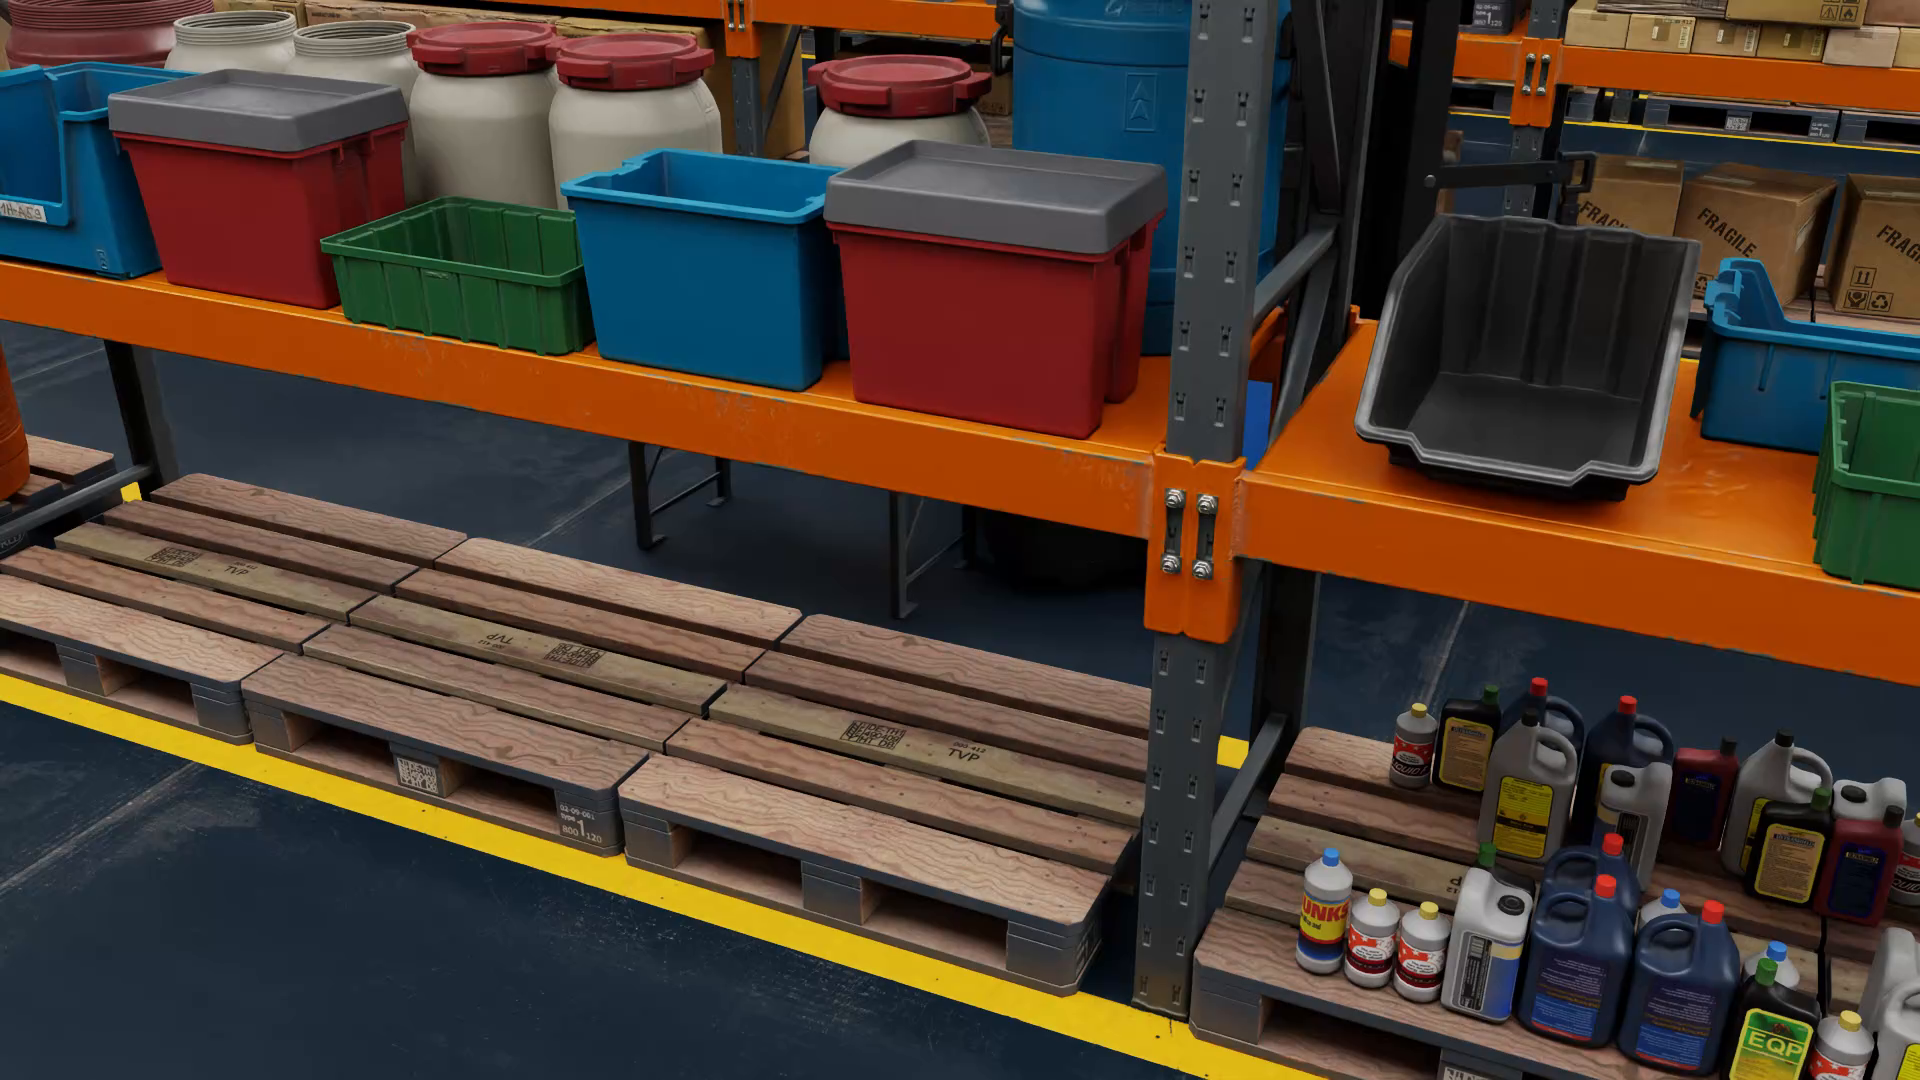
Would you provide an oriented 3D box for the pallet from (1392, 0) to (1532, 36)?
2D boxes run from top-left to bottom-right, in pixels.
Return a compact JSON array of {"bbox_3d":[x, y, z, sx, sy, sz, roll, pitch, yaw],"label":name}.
[{"bbox_3d":[2.056,-2.612,7.877,1.213,0.211,1.003,11,28,22],"label":"pallet"}]

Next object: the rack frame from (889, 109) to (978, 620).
[{"bbox_3d":[-0.081,-0.519,5.106,0.032,1.500,0.500,14,29,26],"label":"rack frame"}]

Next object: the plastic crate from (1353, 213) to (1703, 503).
[{"bbox_3d":[1.065,-0.334,3.103,0.504,0.338,0.767,11,28,22],"label":"plastic crate"}]

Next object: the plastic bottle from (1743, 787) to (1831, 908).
[{"bbox_3d":[1.797,0.655,3.602,0.133,0.283,0.061,11,28,22],"label":"plastic bottle"}]

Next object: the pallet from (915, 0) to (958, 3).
[{"bbox_3d":[-0.257,-3.058,8.782,1.003,0.211,1.213,11,28,22],"label":"pallet"}]

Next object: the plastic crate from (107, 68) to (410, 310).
[{"bbox_3d":[-1.655,-0.850,4.008,0.583,0.464,0.402,11,28,22],"label":"plastic crate"}]

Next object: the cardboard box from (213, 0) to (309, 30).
[{"bbox_3d":[-4.000,-3.089,10.558,0.875,0.875,1.225,11,28,22],"label":"cardboard box"}]

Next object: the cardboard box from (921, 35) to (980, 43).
[{"bbox_3d":[0.017,-4.386,13.617,0.500,0.500,0.500,13,29,24],"label":"cardboard box"}]

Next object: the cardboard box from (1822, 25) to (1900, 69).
[{"bbox_3d":[3.666,-2.037,6.777,0.250,0.149,0.380,11,28,22],"label":"cardboard box"}]

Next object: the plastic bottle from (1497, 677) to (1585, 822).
[{"bbox_3d":[1.347,0.484,3.871,0.185,0.351,0.144,11,28,20],"label":"plastic bottle"}]

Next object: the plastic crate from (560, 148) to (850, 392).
[{"bbox_3d":[-0.492,-0.578,3.546,0.575,0.384,0.392,11,28,22],"label":"plastic crate"}]

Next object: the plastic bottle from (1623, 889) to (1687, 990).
[{"bbox_3d":[1.386,0.810,3.299,0.097,0.271,0.097,0,26,0],"label":"plastic bottle"}]

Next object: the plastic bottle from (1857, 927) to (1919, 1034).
[{"bbox_3d":[1.802,0.879,3.155,0.135,0.276,0.152,11,28,22],"label":"plastic bottle"}]

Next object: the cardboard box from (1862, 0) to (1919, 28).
[{"bbox_3d":[4.013,-2.415,6.809,0.500,0.500,0.875,11,28,22],"label":"cardboard box"}]

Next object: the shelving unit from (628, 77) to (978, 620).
[{"bbox_3d":[-0.524,-0.628,5.328,1.048,1.500,0.538,14,29,26],"label":"shelving unit"}]

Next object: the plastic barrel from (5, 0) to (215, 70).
[{"bbox_3d":[-2.452,-1.338,4.918,0.708,0.536,0.600,11,28,22],"label":"plastic barrel"}]

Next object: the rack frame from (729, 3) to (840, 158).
[{"bbox_3d":[-0.950,-3.231,8.918,0.127,3.000,1.000,11,28,22],"label":"rack frame"}]

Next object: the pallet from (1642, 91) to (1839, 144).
[{"bbox_3d":[5.497,-3.054,11.715,1.213,0.211,1.003,11,28,22],"label":"pallet"}]

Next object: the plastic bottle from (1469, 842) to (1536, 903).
[{"bbox_3d":[1.099,0.752,3.403,0.133,0.283,0.061,11,28,22],"label":"plastic bottle"}]

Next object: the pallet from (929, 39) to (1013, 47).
[{"bbox_3d":[0.485,-4.100,13.838,1.213,0.211,1.003,11,28,22],"label":"pallet"}]

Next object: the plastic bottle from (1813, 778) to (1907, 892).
[{"bbox_3d":[1.962,0.643,3.633,0.135,0.276,0.152,12,29,23],"label":"plastic bottle"}]

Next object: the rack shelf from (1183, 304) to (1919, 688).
[{"bbox_3d":[2.462,0.180,2.803,4.000,0.370,1.077,11,28,22],"label":"rack shelf"}]

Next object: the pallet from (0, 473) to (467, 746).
[{"bbox_3d":[-2.311,0.168,5.169,1.213,0.211,1.003,11,28,22],"label":"pallet"}]

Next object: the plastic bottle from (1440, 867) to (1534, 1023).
[{"bbox_3d":[1.056,0.799,3.317,0.135,0.276,0.152,12,29,24],"label":"plastic bottle"}]

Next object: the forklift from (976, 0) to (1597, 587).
[{"bbox_3d":[1.533,-1.473,5.424,3.031,2.935,1.130,-5,27,-10],"label":"forklift"}]

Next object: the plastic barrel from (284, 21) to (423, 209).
[{"bbox_3d":[-1.591,-1.111,4.484,0.421,0.512,0.421,0,26,0],"label":"plastic barrel"}]

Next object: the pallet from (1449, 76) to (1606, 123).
[{"bbox_3d":[4.103,-3.336,12.286,1.213,0.211,1.003,11,28,22],"label":"pallet"}]

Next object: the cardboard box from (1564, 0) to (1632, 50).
[{"bbox_3d":[2.763,-2.227,7.162,0.250,0.149,0.380,11,28,22],"label":"cardboard box"}]

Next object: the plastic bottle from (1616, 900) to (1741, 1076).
[{"bbox_3d":[1.376,0.831,3.166,0.185,0.351,0.144,10,28,20],"label":"plastic bottle"}]

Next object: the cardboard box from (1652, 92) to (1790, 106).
[{"bbox_3d":[5.380,-3.568,11.531,0.875,0.875,0.875,12,29,23],"label":"cardboard box"}]

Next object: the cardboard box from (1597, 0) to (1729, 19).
[{"bbox_3d":[3.076,-2.571,7.127,0.500,0.500,0.875,11,28,22],"label":"cardboard box"}]

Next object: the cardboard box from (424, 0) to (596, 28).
[{"bbox_3d":[-2.377,-2.767,9.905,0.875,0.875,1.225,11,28,22],"label":"cardboard box"}]

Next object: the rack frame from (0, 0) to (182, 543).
[{"bbox_3d":[-3.000,-1.240,4.873,0.127,3.000,1.000,11,28,22],"label":"rack frame"}]

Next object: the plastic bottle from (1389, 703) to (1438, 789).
[{"bbox_3d":[1.101,0.491,4.028,0.097,0.201,0.097,0,26,0],"label":"plastic bottle"}]

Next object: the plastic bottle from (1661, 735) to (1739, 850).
[{"bbox_3d":[1.687,0.563,3.788,0.133,0.283,0.061,13,29,25],"label":"plastic bottle"}]

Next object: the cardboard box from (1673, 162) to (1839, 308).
[{"bbox_3d":[3.564,-1.376,7.504,0.500,0.500,0.500,22,34,38],"label":"cardboard box"}]

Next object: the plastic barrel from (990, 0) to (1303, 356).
[{"bbox_3d":[0.415,-0.926,3.667,0.708,0.901,0.600,11,28,22],"label":"plastic barrel"}]

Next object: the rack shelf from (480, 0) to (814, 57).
[{"bbox_3d":[-2.770,-3.274,9.819,4.000,0.370,1.077,11,28,22],"label":"rack shelf"}]

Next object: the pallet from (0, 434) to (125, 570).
[{"bbox_3d":[-3.735,-0.116,5.747,1.213,0.211,1.003,11,28,22],"label":"pallet"}]

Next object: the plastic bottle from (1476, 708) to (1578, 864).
[{"bbox_3d":[1.287,0.542,3.754,0.185,0.351,0.144,11,28,22],"label":"plastic bottle"}]

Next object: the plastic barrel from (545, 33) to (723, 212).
[{"bbox_3d":[-0.807,-0.967,4.164,0.433,0.535,0.433,0,26,0],"label":"plastic barrel"}]

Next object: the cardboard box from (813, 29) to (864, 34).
[{"bbox_3d":[-0.918,-4.577,14.006,0.500,0.500,0.500,12,29,23],"label":"cardboard box"}]

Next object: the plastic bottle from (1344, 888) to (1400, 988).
[{"bbox_3d":[0.843,0.803,3.394,0.097,0.201,0.097,0,26,0],"label":"plastic bottle"}]

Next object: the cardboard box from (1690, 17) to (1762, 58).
[{"bbox_3d":[3.224,-2.142,6.988,0.250,0.149,0.380,11,28,22],"label":"cardboard box"}]

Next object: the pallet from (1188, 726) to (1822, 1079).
[{"bbox_3d":[1.236,0.882,3.720,1.213,0.211,1.003,11,28,22],"label":"pallet"}]

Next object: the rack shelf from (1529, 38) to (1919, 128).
[{"bbox_3d":[4.512,-1.812,6.848,4.000,0.370,1.077,11,28,22],"label":"rack shelf"}]

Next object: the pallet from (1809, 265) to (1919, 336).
[{"bbox_3d":[4.432,-0.918,7.376,1.213,0.211,1.003,11,28,22],"label":"pallet"}]

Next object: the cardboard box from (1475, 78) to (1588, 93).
[{"bbox_3d":[4.234,-3.732,12.007,0.750,0.750,1.050,11,28,22],"label":"cardboard box"}]

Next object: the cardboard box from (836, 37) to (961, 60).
[{"bbox_3d":[-0.327,-2.533,8.983,0.500,0.250,0.500,13,29,24],"label":"cardboard box"}]

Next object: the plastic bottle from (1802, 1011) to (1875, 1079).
[{"bbox_3d":[1.624,0.960,3.075,0.097,0.201,0.097,0,26,0],"label":"plastic bottle"}]

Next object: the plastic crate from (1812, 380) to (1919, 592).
[{"bbox_3d":[1.760,-0.052,2.699,0.662,0.188,0.450,11,28,22],"label":"plastic crate"}]

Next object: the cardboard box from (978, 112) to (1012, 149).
[{"bbox_3d":[0.179,-2.097,8.945,0.500,0.500,0.700,9,28,18],"label":"cardboard box"}]
